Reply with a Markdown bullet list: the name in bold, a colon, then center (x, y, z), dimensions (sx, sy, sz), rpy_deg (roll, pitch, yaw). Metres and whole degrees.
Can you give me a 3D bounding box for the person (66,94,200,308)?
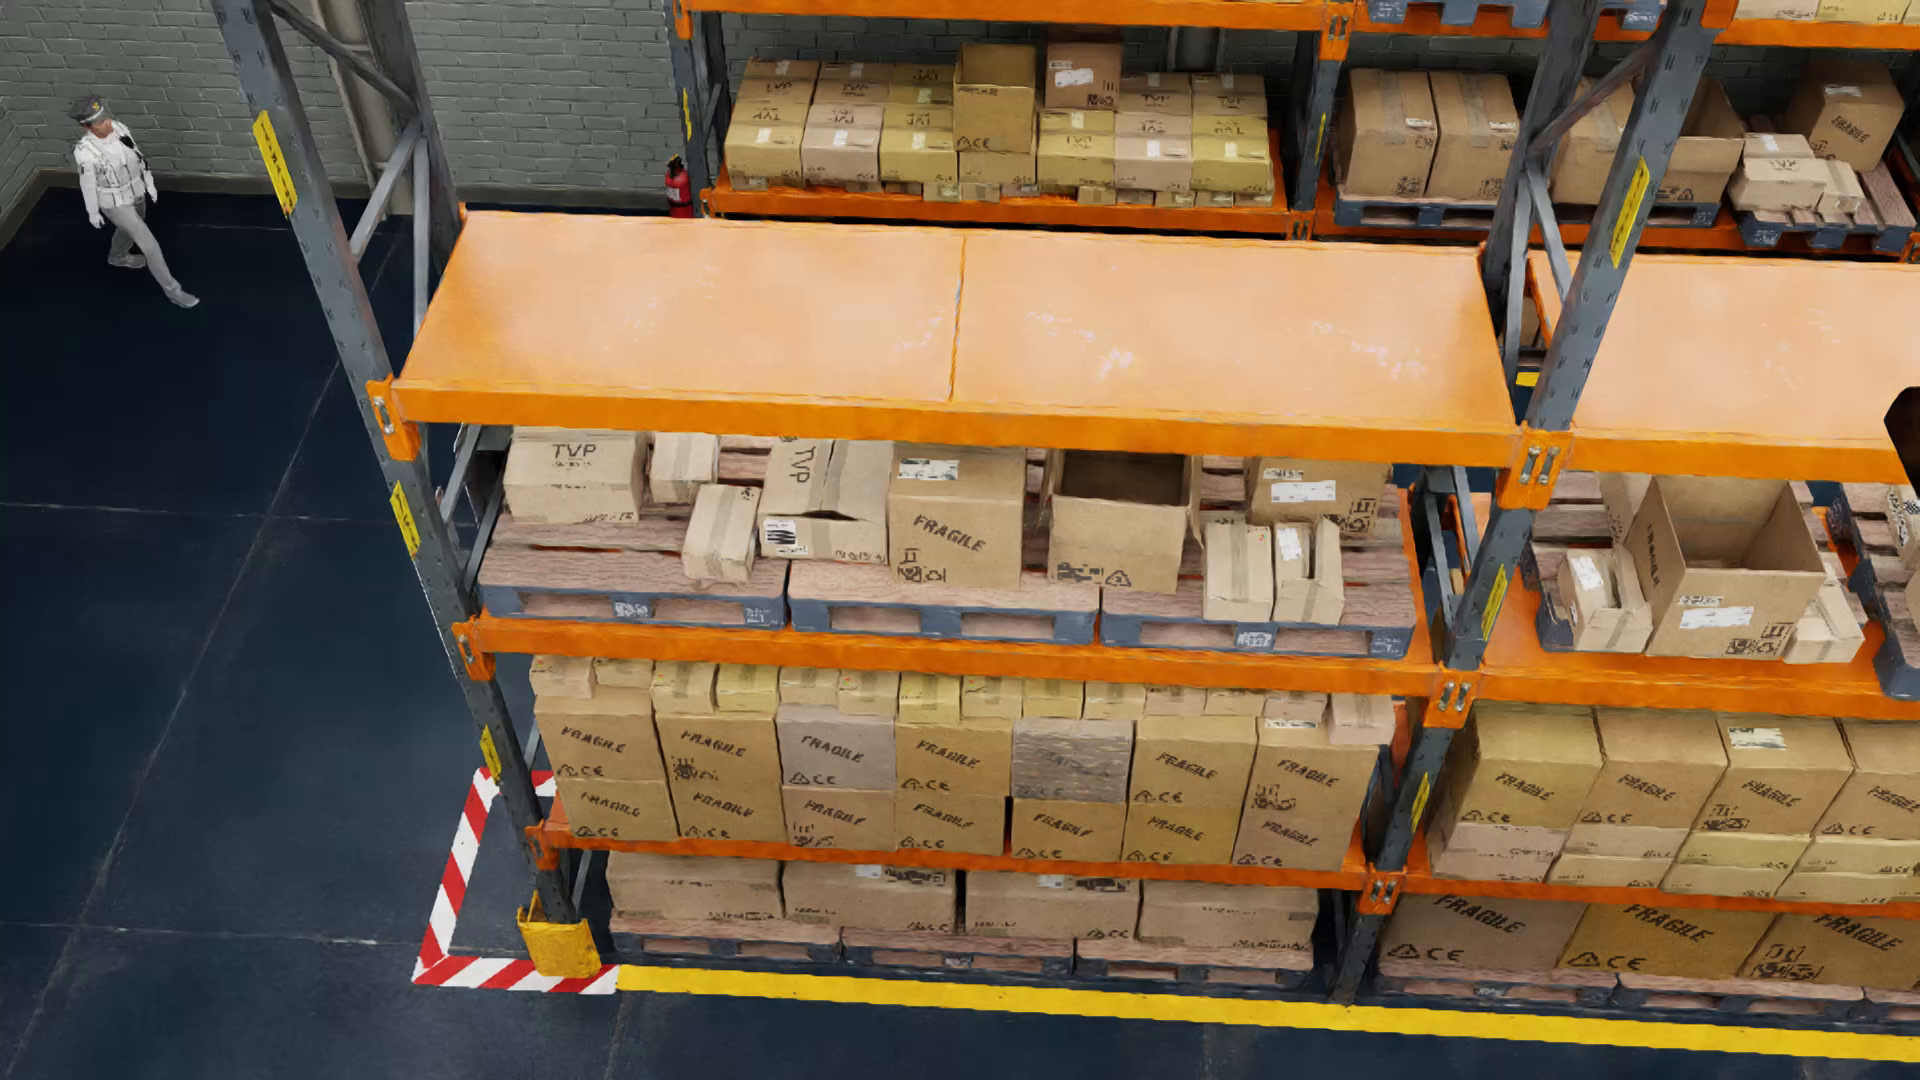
- **person**: center (-5.986, -2.474, 11.867), dimensions (0.902, 1.637, 0.503), rpy_deg (14, 49, 13)
